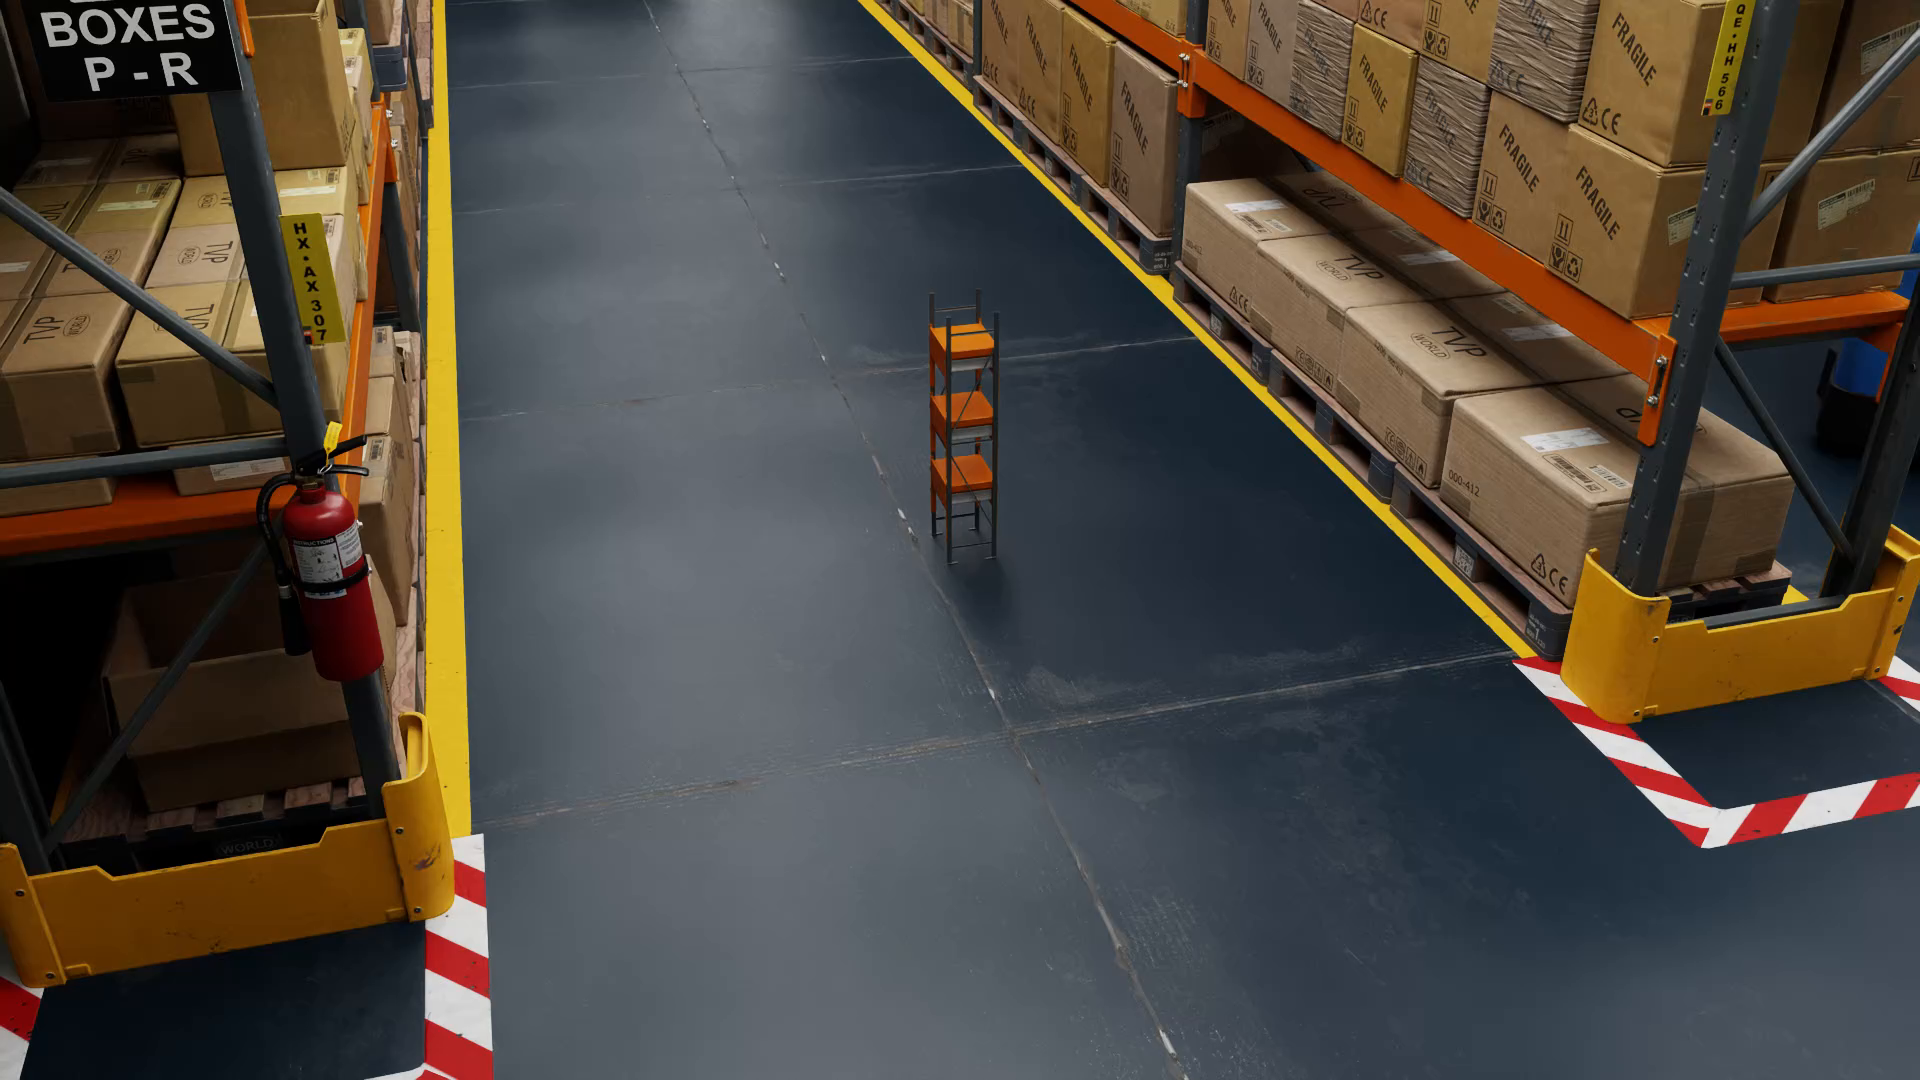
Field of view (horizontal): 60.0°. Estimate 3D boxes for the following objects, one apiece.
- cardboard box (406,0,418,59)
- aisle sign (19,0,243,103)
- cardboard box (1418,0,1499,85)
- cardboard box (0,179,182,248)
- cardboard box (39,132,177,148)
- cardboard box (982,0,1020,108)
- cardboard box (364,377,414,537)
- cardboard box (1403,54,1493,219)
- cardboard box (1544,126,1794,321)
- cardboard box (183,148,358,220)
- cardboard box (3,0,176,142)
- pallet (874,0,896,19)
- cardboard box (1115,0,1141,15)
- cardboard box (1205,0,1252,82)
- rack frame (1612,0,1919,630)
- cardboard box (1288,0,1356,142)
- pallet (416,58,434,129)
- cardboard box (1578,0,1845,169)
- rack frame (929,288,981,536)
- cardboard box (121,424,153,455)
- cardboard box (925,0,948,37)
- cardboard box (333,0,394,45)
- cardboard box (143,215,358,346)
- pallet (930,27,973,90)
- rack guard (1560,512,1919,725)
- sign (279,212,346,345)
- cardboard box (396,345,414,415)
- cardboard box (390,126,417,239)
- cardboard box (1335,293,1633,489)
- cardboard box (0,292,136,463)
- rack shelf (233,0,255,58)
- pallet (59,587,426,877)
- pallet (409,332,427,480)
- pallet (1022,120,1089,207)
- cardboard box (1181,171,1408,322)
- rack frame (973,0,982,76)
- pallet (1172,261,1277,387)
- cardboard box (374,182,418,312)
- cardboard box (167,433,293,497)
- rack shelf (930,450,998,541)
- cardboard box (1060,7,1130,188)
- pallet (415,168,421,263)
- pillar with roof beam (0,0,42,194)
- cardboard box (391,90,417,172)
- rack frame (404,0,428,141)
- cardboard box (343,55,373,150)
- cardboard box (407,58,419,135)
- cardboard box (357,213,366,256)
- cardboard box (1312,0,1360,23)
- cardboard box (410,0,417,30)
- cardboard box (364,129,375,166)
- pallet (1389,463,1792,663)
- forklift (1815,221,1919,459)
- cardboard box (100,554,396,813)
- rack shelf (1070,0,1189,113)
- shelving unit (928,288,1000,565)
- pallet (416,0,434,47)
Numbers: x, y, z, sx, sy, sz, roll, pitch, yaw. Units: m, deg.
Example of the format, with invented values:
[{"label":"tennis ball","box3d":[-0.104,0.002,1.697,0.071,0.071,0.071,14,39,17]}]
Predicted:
[{"label":"cardboard box","box3d":[-4.524,-3.808,12.286,0.875,0.625,0.625,-7,31,-12]},{"label":"aisle sign","box3d":[-1.766,-1.304,3.413,0.394,0.787,0.004,-8,31,-13]},{"label":"cardboard box","box3d":[2.065,-1.999,6.112,0.500,0.500,0.500,-8,31,-14]},{"label":"cardboard box","box3d":[-2.708,-0.912,5.185,0.500,0.250,0.500,-7,31,-12]},{"label":"cardboard box","box3d":[-2.983,-1.402,6.031,0.500,0.250,0.500,-7,31,-12]},{"label":"cardboard box","box3d":[0.697,-3.616,11.704,0.875,0.875,0.875,-8,31,-14]},{"label":"cardboard box","box3d":[-2.371,-0.267,6.293,0.500,0.500,0.500,-7,31,-12]},{"label":"cardboard box","box3d":[2.070,-1.567,6.363,0.500,0.500,0.500,-7,31,-12]},{"label":"cardboard box","box3d":[2.334,-1.075,5.514,0.500,0.500,0.500,-8,31,-13]},{"label":"cardboard box","box3d":[-2.356,-1.223,5.722,0.500,0.250,0.500,-9,31,-15]},{"label":"cardboard box","box3d":[-2.990,-1.738,5.863,0.500,0.500,0.500,-9,31,-15]},{"label":"pallet","box3d":[-0.260,-5.047,15.260,1.003,0.211,1.213,-8,31,-13]},{"label":"cardboard box","box3d":[1.160,-3.131,9.314,0.500,0.250,0.500,-8,31,-14]},{"label":"cardboard box","box3d":[1.528,-2.548,8.058,0.500,0.500,0.500,-7,31,-12]},{"label":"rack frame","box3d":[2.717,-0.834,5.197,1.000,3.000,0.127,-8,31,-13]},{"label":"cardboard box","box3d":[1.783,-2.063,7.221,0.500,0.500,0.500,-8,31,-13]},{"label":"pallet","box3d":[-4.371,-3.232,12.124,1.003,0.211,1.213,-8,31,-13]},{"label":"cardboard box","box3d":[2.360,-1.512,5.269,0.500,0.500,0.500,-7,31,-12]},{"label":"rack frame","box3d":[-0.018,-0.487,6.544,0.200,1.050,0.008,-8,31,-13]},{"label":"cardboard box","box3d":[-2.422,-0.319,4.557,0.380,0.149,0.250,-7,31,-12]},{"label":"cardboard box","box3d":[0.250,-4.372,13.513,0.950,0.372,0.625,-8,31,-14]},{"label":"cardboard box","box3d":[-3.042,-2.593,7.716,0.700,0.500,0.500,-7,31,-12]},{"label":"cardboard box","box3d":[-2.062,-0.735,4.878,0.500,0.250,0.500,-8,31,-13]},{"label":"pallet","box3d":[0.388,-3.869,13.224,1.003,0.211,1.213,-8,31,-13]},{"label":"rack guard","box3d":[2.724,0.259,5.803,1.175,0.500,0.348,-8,31,-13]},{"label":"sign","box3d":[-1.544,-0.619,3.962,0.100,0.325,0.005,-8,31,-13]},{"label":"cardboard box","box3d":[-2.603,-0.700,7.276,0.396,0.266,0.258,-7,31,-11]},{"label":"cardboard box","box3d":[-3.319,-1.965,9.227,0.500,0.500,0.500,-9,31,-15]},{"label":"cardboard box","box3d":[2.195,-0.654,7.023,0.875,0.438,0.875,-7,31,-12]},{"label":"cardboard box","box3d":[-2.445,-0.423,4.340,0.500,0.250,0.500,-7,31,-12]},{"label":"rack shelf","box3d":[-2.598,-2.125,5.151,1.077,0.370,4.000,-8,31,-13]},{"label":"pallet","box3d":[-2.300,0.613,5.481,1.003,0.211,1.213,-8,31,-13]},{"label":"pallet","box3d":[-2.948,-0.566,7.517,1.003,0.211,1.213,-8,31,-13]},{"label":"pallet","box3d":[1.051,-2.512,10.880,1.003,0.211,1.213,-8,31,-13]},{"label":"cardboard box","box3d":[1.719,-1.522,8.523,0.875,0.438,0.875,-8,31,-14]},{"label":"rack frame","box3d":[0.594,-4.698,11.873,1.000,3.000,0.127,-8,31,-13]},{"label":"pallet","box3d":[1.782,-1.182,8.581,1.003,0.211,1.213,-8,31,-13]},{"label":"cardboard box","box3d":[-3.040,-1.468,8.368,0.500,0.500,0.500,-7,31,-11]},{"label":"cardboard box","box3d":[-1.890,-0.259,4.454,0.380,0.149,0.250,-8,31,-14]},{"label":"rack shelf","box3d":[0.014,-0.179,6.587,0.215,0.259,0.240,-8,31,-13]},{"label":"cardboard box","box3d":[1.167,-2.752,10.213,0.875,0.875,0.875,-7,31,-12]},{"label":"pallet","box3d":[-3.709,-1.876,9.780,1.003,0.211,1.213,-8,31,-13]},{"label":"pillar with roof beam","box3d":[0.338,-4.817,6.090,9.100,9.000,0.400,-8,31,-13]},{"label":"cardboard box","box3d":[-3.607,-2.465,10.091,0.500,0.500,0.500,-7,31,-11]},{"label":"rack frame","box3d":[-4.191,-4.036,10.729,1.000,3.000,0.127,-8,31,-13]},{"label":"cardboard box","box3d":[-2.611,-1.715,6.571,0.500,0.250,0.500,-8,31,-13]},{"label":"cardboard box","box3d":[-3.871,-2.961,10.947,0.500,0.500,0.500,-7,31,-12]},{"label":"cardboard box","box3d":[-2.273,-1.012,5.755,0.380,0.149,0.250,-7,31,-12]},{"label":"cardboard box","box3d":[1.802,-2.486,6.953,0.500,0.500,0.500,-7,31,-12]},{"label":"cardboard box","box3d":[-4.904,-4.496,13.475,0.875,0.625,0.625,-8,31,-14]},{"label":"cardboard box","box3d":[-2.618,-1.630,6.823,0.380,0.149,0.250,-7,31,-12]},{"label":"pallet","box3d":[2.430,-0.003,6.545,1.003,0.211,1.213,-8,31,-13]},{"label":"forklift","box3d":[5.008,-2.188,7.604,1.130,2.935,3.031,16,34,26]},{"label":"cardboard box","box3d":[-2.138,0.418,5.106,0.797,0.503,0.637,-9,31,-15]},{"label":"rack shelf","box3d":[1.125,-3.421,10.384,1.077,0.370,4.000,-8,31,-13]},{"label":"shelving unit","box3d":[0.014,-0.429,6.442,0.215,1.050,0.252,-8,31,-13]},{"label":"pallet","box3d":[-5.019,-4.411,14.160,1.003,0.211,1.213,-8,31,-13]}]
